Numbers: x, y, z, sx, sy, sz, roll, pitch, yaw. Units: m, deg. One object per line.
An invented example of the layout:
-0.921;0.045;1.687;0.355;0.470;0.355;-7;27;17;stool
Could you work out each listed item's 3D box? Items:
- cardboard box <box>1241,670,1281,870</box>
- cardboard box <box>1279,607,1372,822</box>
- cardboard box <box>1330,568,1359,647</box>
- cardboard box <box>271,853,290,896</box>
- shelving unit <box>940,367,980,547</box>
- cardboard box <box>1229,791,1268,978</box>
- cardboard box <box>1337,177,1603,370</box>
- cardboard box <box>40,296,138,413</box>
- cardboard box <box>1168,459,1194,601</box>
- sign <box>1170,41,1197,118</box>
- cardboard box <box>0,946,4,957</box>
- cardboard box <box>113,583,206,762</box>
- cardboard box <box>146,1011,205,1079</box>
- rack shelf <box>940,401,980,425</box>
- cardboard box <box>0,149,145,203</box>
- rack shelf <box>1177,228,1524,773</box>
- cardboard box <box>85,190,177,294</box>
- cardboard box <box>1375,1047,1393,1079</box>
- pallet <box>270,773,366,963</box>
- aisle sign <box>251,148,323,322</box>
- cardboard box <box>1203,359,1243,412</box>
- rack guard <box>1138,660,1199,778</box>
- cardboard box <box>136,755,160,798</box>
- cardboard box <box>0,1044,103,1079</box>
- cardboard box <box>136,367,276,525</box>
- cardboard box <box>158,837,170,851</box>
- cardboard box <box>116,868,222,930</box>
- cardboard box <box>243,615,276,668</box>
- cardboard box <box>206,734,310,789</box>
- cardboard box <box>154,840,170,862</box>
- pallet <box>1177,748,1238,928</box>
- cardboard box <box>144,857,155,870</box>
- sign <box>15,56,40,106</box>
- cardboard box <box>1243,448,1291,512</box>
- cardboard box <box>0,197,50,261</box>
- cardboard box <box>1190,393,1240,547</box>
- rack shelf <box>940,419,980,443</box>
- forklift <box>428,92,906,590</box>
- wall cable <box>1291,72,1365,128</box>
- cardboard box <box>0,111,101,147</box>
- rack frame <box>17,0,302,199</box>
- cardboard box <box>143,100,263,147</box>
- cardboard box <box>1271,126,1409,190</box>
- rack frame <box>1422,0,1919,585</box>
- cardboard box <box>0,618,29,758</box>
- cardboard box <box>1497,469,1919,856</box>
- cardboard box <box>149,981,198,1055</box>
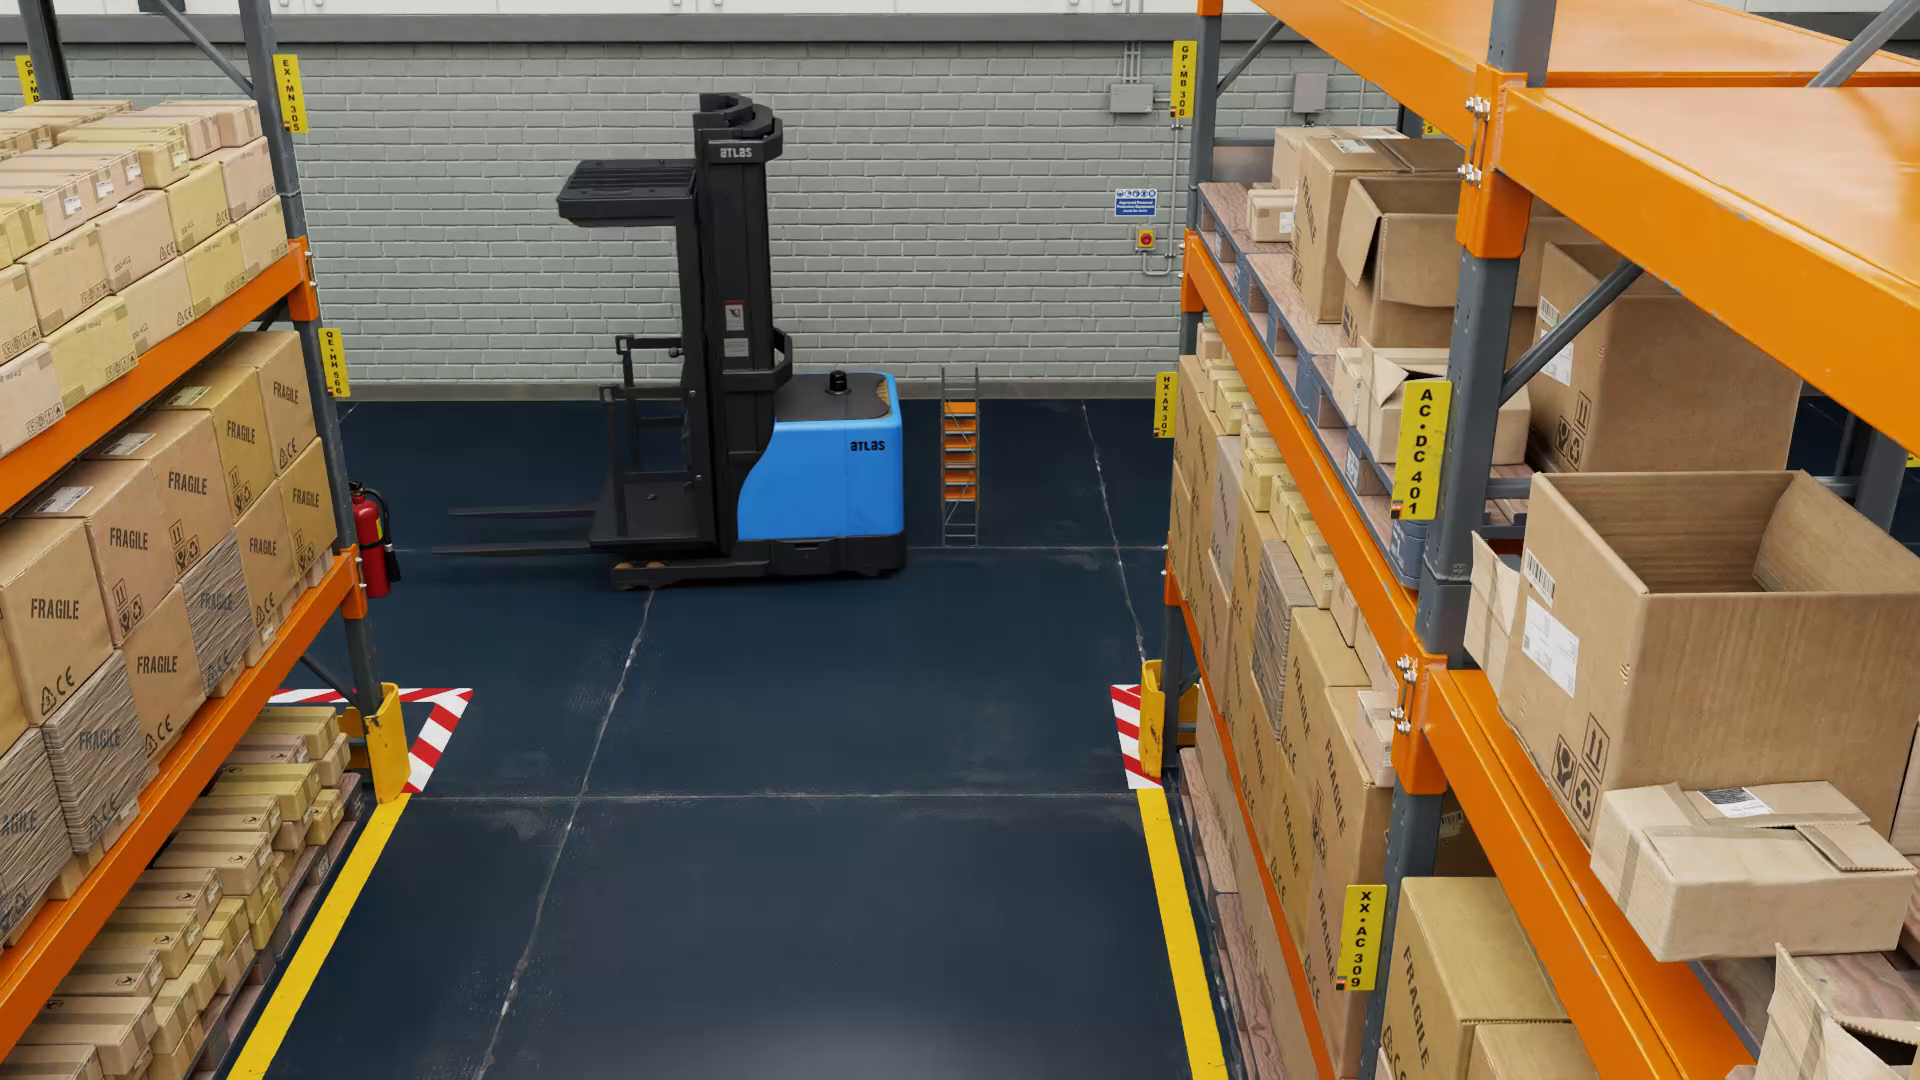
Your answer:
1.281;0.785;5.753;0.500;0.500;0.500;-1;24;-1;cardboard box
1.294;0.536;5.089;0.500;0.500;0.500;-1;24;-1;cardboard box
1.344;0.201;5.043;0.380;0.149;0.250;0;24;-1;cardboard box
-3.168;1.495;7.253;0.380;0.149;0.250;0;24;0;cardboard box
0.000;-0.541;10.990;0.258;1.200;0.189;0;24;-1;shelving unit
1.655;1.416;7.078;0.875;0.438;0.875;0;24;1;cardboard box
1.526;-0.766;4.908;0.797;0.503;0.637;2;24;4;cardboard box
-3.119;-0.623;5.530;0.500;0.250;0.500;1;24;2;cardboard box
1.248;-0.055;7.610;0.500;0.500;0.500;0;24;-1;cardboard box
0.975;-2.009;7.256;0.100;0.325;0.005;0;24;-1;sign
-3.184;1.284;5.075;0.380;0.149;0.250;-1;24;-3;cardboard box
-3.146;0.485;6.055;0.500;0.500;0.500;1;24;2;cardboard box
-3.113;1.925;6.303;0.380;0.149;0.250;-1;24;-2;cardboard box
0.000;-0.828;10.860;0.258;0.103;0.180;0;24;-1;rack shelf
-3.160;-1.296;5.927;0.380;0.149;0.250;-1;24;-2;cardboard box
1.551;-0.423;5.779;1.077;0.370;4.000;0;24;-1;rack shelf
-3.150;-1.060;5.890;0.500;0.250;0.500;0;24;0;cardboard box
1.296;1.463;3.951;0.500;0.250;0.500;-1;24;-2;cardboard box
-3.445;1.492;7.694;1.003;0.211;1.213;0;24;-1;pallet
-3.120;-1.360;7.463;0.394;0.787;0.004;0;24;-1;aisle sign
1.219;-0.642;6.908;0.380;0.149;0.250;0;24;1;cardboard box
1.529;0.921;8.608;1.175;0.500;0.348;0;24;-1;rack guard
-3.164;0.847;6.042;0.380;0.149;0.250;1;24;1;cardboard box
-3.193;1.872;5.698;0.380;0.149;0.250;-1;24;-2;cardboard box
-3.160;-0.385;6.766;0.500;0.500;0.500;-1;24;-2;cardboard box
-3.632;1.258;7.417;0.380;0.149;0.250;0;24;0;cardboard box
-3.195;1.445;6.642;0.380;0.149;0.250;-1;24;-2;cardboard box
-3.124;0.414;7.000;0.380;0.149;0.250;0;24;1;cardboard box
-3.215;1.013;7.599;0.380;0.149;0.250;0;24;0;cardboard box
-3.221;1.369;7.172;0.380;0.149;0.250;-1;24;-1;cardboard box
1.617;1.391;7.918;1.003;0.211;1.213;0;24;-1;pallet
-3.746;1.496;7.252;0.380;0.149;0.250;0;24;0;cardboard box
-3.962;-1.907;7.126;0.100;0.325;0.005;0;24;-1;sign
1.231;-0.218;5.971;0.380;0.149;0.250;-1;24;-2;cardboard box
-3.119;-0.975;5.217;0.380;0.149;0.250;-1;24;-2;cardboard box
1.263;-0.298;6.933;0.500;0.500;0.500;-1;24;-2;cardboard box
0.000;-0.719;10.909;0.258;0.103;0.180;0;24;-1;rack shelf
-1.893;-1.246;10.449;3.031;2.935;1.130;-2;24;-5;forklift
2.863;-3.006;13.023;0.588;1.984;0.122;0;24;-1;wall cable
-3.658;-1.613;6.628;0.380;0.149;0.250;1;24;2;cardboard box
-3.419;-2.878;6.693;1.000;3.000;0.127;0;24;-1;rack frame
-3.122;-1.717;6.857;0.380;0.149;0.250;0;24;-1;cardboard box
1.624;-1.559;6.967;0.500;0.250;0.500;-2;24;-5;cardboard box
1.573;-1.294;3.190;1.000;3.000;0.127;0;24;-1;rack frame
-3.158;0.466;4.883;0.500;0.500;0.500;-1;24;-2;cardboard box
1.293;0.201;2.895;0.500;0.500;0.500;-1;24;-2;cardboard box
-3.110;1.792;6.237;0.380;0.149;0.250;0;24;-1;cardboard box
